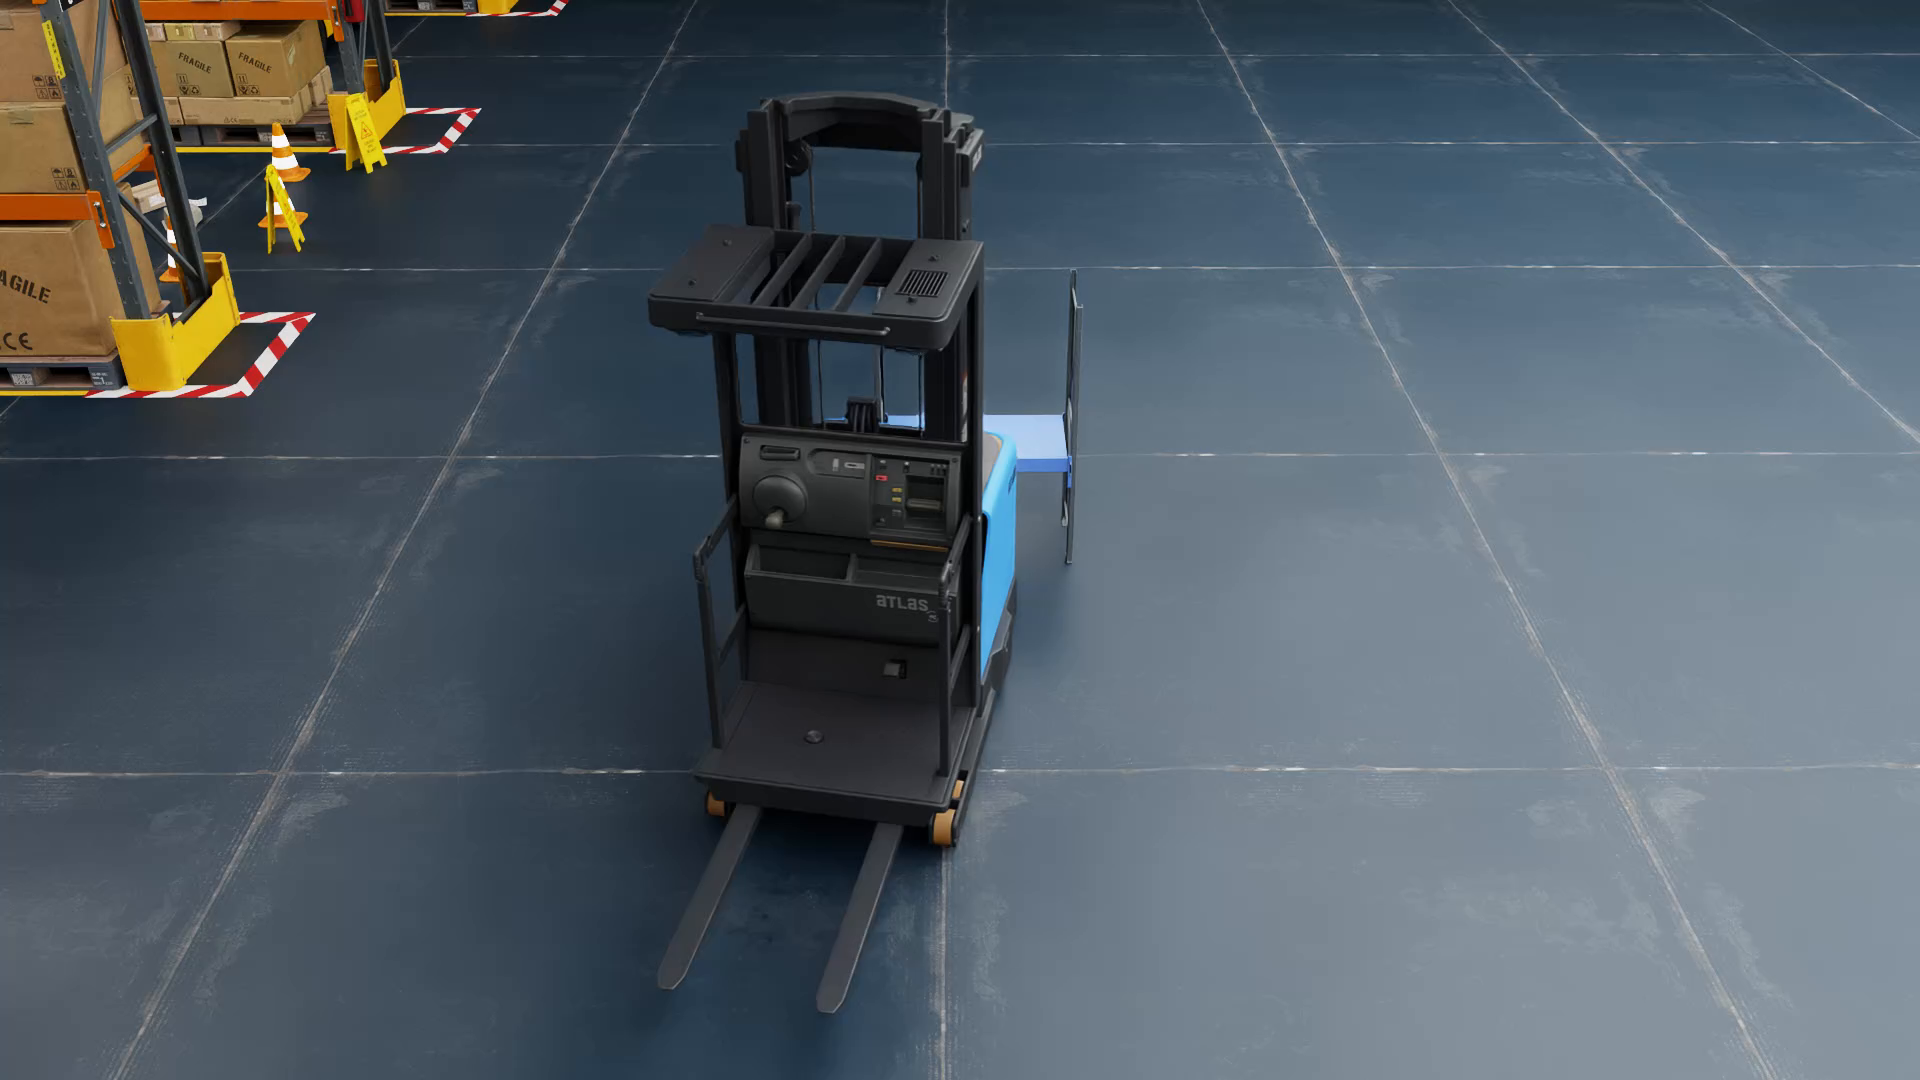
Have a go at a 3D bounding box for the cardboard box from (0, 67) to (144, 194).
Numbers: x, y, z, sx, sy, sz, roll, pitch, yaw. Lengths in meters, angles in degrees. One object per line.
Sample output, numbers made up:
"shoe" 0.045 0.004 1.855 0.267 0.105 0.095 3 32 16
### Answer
"cardboard box" -5.668 -2.595 10.491 0.550 0.550 0.875 0 31 0

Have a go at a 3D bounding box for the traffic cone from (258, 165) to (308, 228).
"traffic cone" -5.504 -2.793 13.408 0.334 0.463 0.336 0 31 0

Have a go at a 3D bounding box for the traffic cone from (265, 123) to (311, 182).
"traffic cone" -5.851 -3.368 14.355 0.334 0.463 0.336 0 31 0

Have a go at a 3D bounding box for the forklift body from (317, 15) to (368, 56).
"forklift body" -7.347 -6.383 17.696 1.214 2.155 2.313 0 31 0

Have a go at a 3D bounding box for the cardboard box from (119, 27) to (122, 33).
"cardboard box" -7.783 -4.305 14.977 0.500 0.500 0.500 1 31 2

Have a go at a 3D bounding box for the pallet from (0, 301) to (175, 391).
"pallet" -6.097 -1.320 11.223 1.213 0.211 1.003 0 31 0

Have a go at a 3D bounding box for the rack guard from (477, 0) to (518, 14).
"rack guard" -5.438 -6.629 19.694 0.348 0.500 1.175 0 31 0

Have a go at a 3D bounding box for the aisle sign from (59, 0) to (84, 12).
"aisle sign" -5.225 -3.512 9.640 0.004 0.787 0.394 0 31 0

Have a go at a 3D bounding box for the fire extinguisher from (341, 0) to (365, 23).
"fire extinguisher" -5.311 -4.851 14.429 0.183 0.674 0.296 0 31 0

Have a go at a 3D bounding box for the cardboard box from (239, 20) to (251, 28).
"cardboard box" -6.783 -4.584 15.437 0.500 0.500 0.500 -1 31 -2

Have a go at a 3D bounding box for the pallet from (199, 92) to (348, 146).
"pallet" -6.317 -3.946 15.551 1.213 0.211 1.003 0 31 0

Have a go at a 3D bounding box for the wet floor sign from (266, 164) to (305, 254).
"wet floor sign" -5.281 -2.576 12.874 0.232 0.644 0.267 -5 32 -9

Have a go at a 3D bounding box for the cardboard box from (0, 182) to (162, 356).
"cardboard box" -5.975 -1.791 10.953 0.875 0.875 0.875 0 31 0

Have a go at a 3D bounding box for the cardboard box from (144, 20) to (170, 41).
"cardboard box" -7.110 -4.552 14.759 0.250 0.149 0.380 1 31 2

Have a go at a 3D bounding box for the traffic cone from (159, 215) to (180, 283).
"traffic cone" -5.837 -2.206 12.440 0.334 0.463 0.336 0 31 0

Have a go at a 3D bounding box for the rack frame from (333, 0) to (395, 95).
"rack frame" -5.429 -5.123 14.802 0.127 3.000 1.000 0 31 0

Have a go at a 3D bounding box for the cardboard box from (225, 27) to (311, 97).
"cardboard box" -6.228 -4.310 14.985 0.500 0.500 0.500 0 31 0

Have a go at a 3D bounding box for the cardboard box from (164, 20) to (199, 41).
"cardboard box" -6.846 -4.552 14.759 0.250 0.149 0.380 0 31 1

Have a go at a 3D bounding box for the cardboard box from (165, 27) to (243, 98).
"cardboard box" -6.750 -4.307 14.979 0.500 0.500 0.500 1 31 2

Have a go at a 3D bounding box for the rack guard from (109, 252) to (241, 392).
"rack guard" -5.274 -1.487 11.219 0.348 0.500 1.175 0 31 0

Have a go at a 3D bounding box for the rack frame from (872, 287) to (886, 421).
"rack frame" -0.423 -0.640 8.859 0.032 1.500 0.500 0 31 0

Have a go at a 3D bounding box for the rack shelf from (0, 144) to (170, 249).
"rack shelf" -7.298 -2.242 10.747 4.000 0.370 1.077 0 31 0

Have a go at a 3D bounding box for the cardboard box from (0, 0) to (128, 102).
"cardboard box" -5.669 -3.100 10.283 0.550 0.550 0.875 0 31 0

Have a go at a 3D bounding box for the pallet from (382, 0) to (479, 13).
"pallet" -6.227 -6.482 19.729 1.213 0.211 1.003 0 31 0

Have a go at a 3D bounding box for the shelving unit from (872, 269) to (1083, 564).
"shelving unit" 0.085 -0.641 8.861 1.048 1.500 0.538 0 31 0

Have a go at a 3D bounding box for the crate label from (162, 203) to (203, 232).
"crate label" -6.290 -2.619 13.435 0.298 0.136 0.250 -17 35 -26

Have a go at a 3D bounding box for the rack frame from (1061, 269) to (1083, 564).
"rack frame" 0.594 -0.643 8.864 0.032 1.500 0.500 0 31 0

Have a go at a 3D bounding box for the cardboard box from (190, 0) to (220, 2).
"cardboard box" -6.568 -4.839 14.576 0.250 0.149 0.380 0 31 1

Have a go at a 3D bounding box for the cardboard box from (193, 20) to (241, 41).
"cardboard box" -6.595 -4.551 14.757 0.250 0.149 0.380 1 31 1

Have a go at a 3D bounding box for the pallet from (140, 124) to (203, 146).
"pallet" -7.534 -3.944 15.547 1.213 0.211 1.003 0 31 0

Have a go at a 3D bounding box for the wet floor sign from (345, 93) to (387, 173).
"wet floor sign" -5.232 -3.562 14.499 0.232 0.644 0.267 10 33 17

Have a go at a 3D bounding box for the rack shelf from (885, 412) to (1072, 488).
"rack shelf" 0.085 -0.488 8.955 1.000 0.185 0.538 0 31 0

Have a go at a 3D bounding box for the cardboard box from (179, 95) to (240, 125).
"cardboard box" -6.753 -3.987 15.176 0.500 0.250 0.500 0 31 0

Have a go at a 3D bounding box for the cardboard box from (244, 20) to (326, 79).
"cardboard box" -6.261 -4.588 15.443 0.500 0.500 0.500 -1 31 -2

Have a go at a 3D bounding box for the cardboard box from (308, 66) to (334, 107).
"cardboard box" -6.237 -4.268 15.639 0.500 0.250 0.500 0 31 -1

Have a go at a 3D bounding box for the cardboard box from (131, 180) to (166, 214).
"cardboard box" -6.726 -2.852 13.808 0.250 0.149 0.380 16 35 25

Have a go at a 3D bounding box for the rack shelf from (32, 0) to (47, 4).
"rack shelf" -7.298 -3.524 9.969 4.000 0.370 1.077 0 31 0

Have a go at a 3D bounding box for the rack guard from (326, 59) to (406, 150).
"rack guard" -5.505 -4.054 15.450 0.348 0.500 1.175 0 31 0

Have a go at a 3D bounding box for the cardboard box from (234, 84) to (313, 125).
"cardboard box" -6.259 -3.985 15.172 0.500 0.250 0.500 0 31 -1

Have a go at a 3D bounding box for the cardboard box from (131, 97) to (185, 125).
"cardboard box" -7.277 -3.983 15.169 0.500 0.250 0.500 -1 31 -2

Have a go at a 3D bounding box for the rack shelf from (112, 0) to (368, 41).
"rack shelf" -7.428 -4.809 14.978 4.000 0.370 1.077 0 31 0

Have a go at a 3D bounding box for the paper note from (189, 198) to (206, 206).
"paper note" -6.362 -2.818 13.866 0.142 0.019 0.148 -11 33 -17

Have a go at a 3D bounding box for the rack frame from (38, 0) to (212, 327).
"rack frame" -5.298 -2.556 10.571 0.127 3.000 1.000 0 31 0

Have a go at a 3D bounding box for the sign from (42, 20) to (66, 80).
"sign" -5.308 -2.871 9.745 0.005 0.325 0.100 0 31 0

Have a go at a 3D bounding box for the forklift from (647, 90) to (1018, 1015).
"forklift" -0.496 -0.156 6.681 1.130 2.935 3.031 6 32 9

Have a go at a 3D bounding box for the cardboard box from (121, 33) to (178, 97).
"cardboard box" -7.255 -4.309 14.983 0.500 0.500 0.500 -1 31 -1

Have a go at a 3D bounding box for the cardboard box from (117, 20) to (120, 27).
"cardboard box" -7.820 -4.581 15.431 0.500 0.500 0.500 1 31 2
